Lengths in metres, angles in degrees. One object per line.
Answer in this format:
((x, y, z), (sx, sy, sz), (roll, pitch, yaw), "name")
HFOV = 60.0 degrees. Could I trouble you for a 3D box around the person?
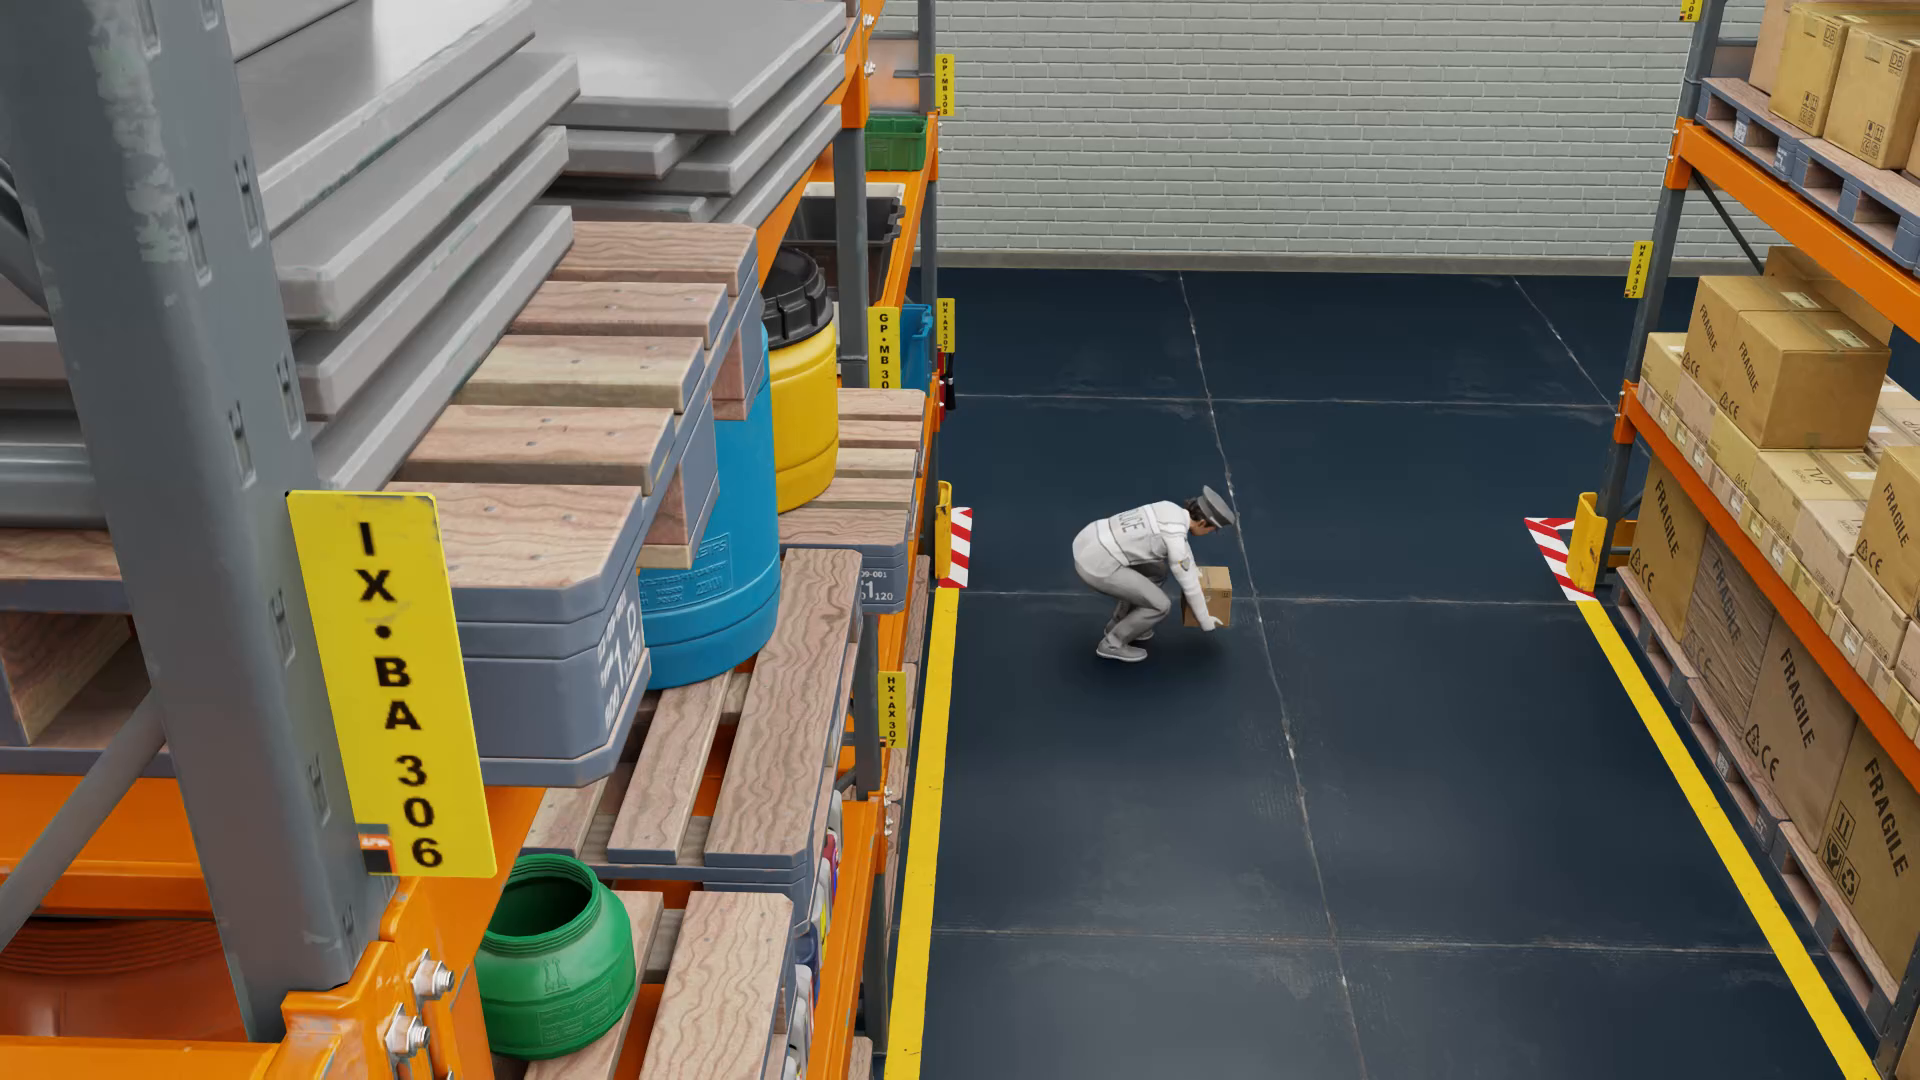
((1.068, 0.175, 9.248), (0.889, 0.982, 0.457), (0, 28, 0), "person")
